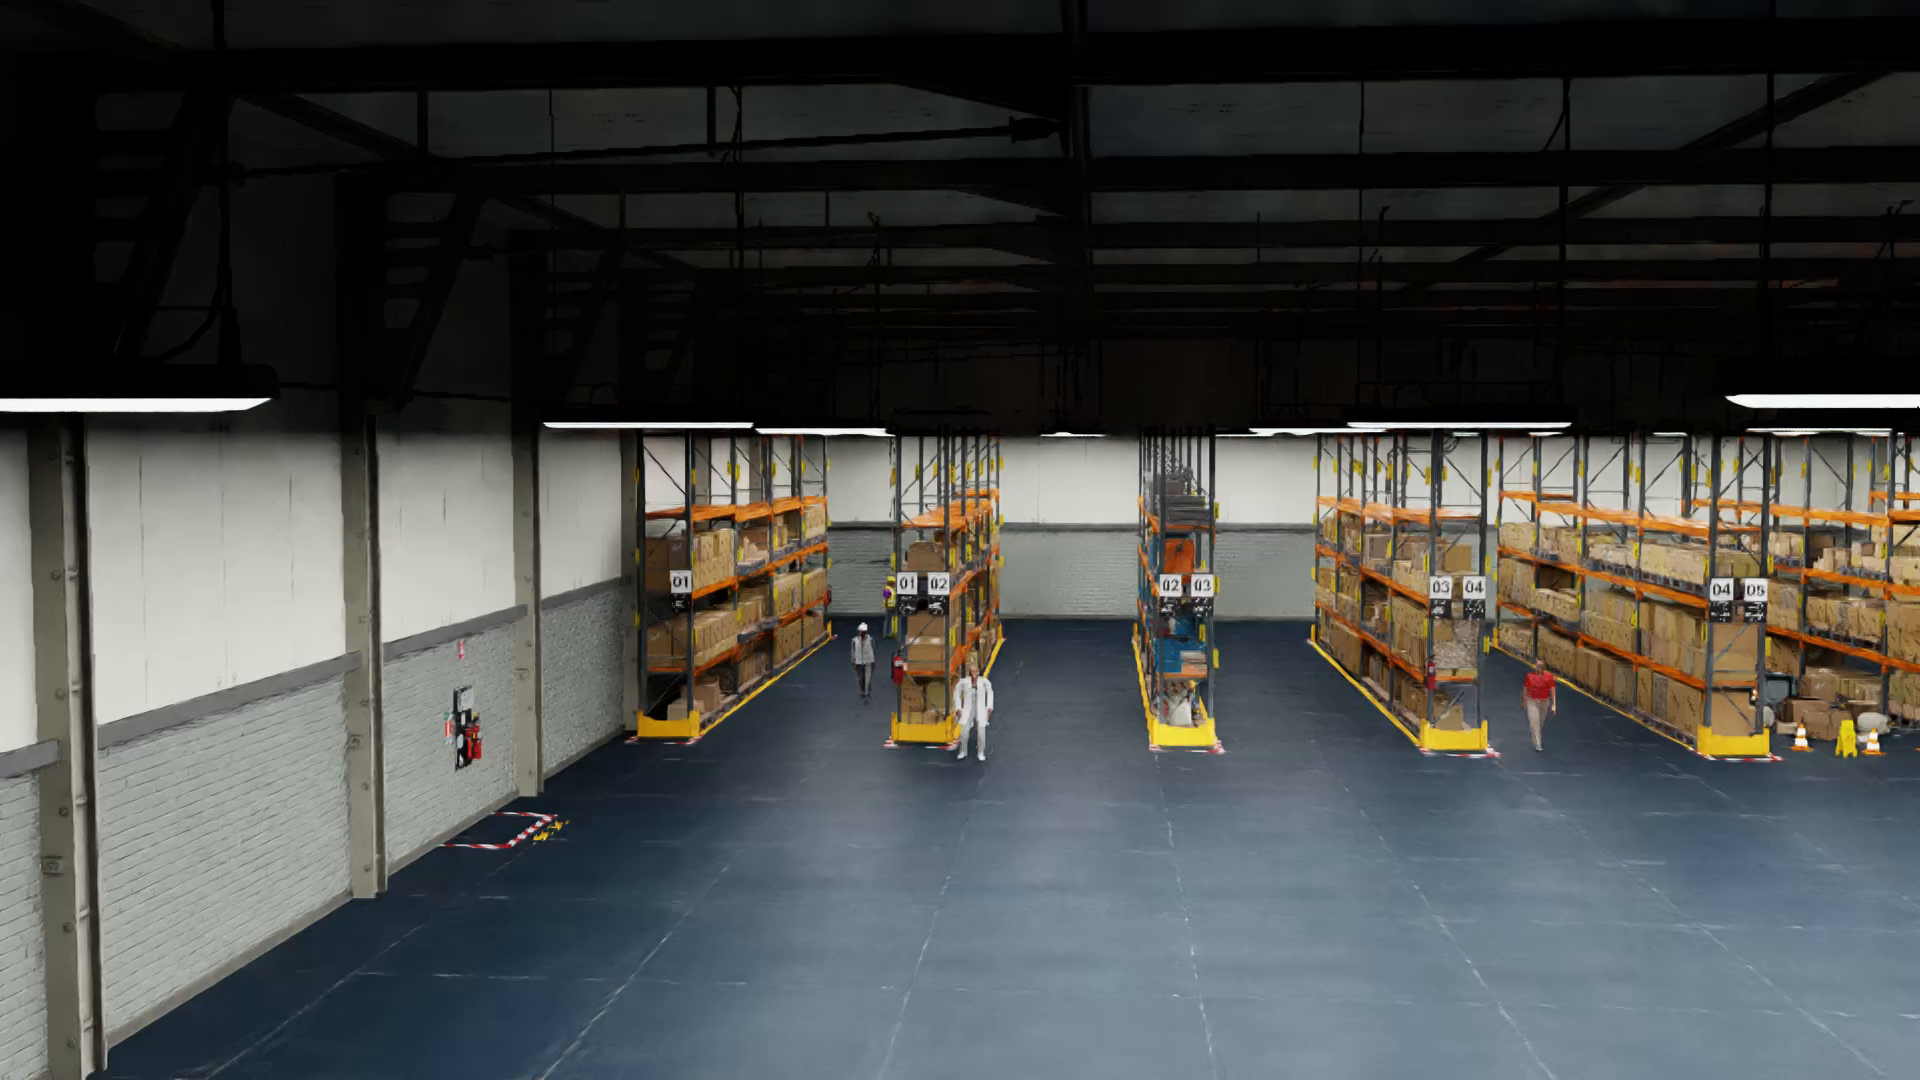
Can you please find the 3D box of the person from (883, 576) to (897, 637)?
[{"bbox_3d":[-1.987,1.908,47.900,0.417,1.766,0.649,1,4,22],"label":"person"}]

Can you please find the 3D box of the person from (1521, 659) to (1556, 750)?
[{"bbox_3d":[10.698,3.016,30.677,0.554,1.666,1.030,0,3,3],"label":"person"}]

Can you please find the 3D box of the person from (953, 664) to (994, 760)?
[{"bbox_3d":[0.241,3.058,29.612,0.729,1.733,0.546,0,3,3],"label":"person"}]

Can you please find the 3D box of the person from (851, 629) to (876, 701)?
[{"bbox_3d":[-2.125,2.672,36.426,0.543,1.647,1.115,0,3,7],"label":"person"}]
